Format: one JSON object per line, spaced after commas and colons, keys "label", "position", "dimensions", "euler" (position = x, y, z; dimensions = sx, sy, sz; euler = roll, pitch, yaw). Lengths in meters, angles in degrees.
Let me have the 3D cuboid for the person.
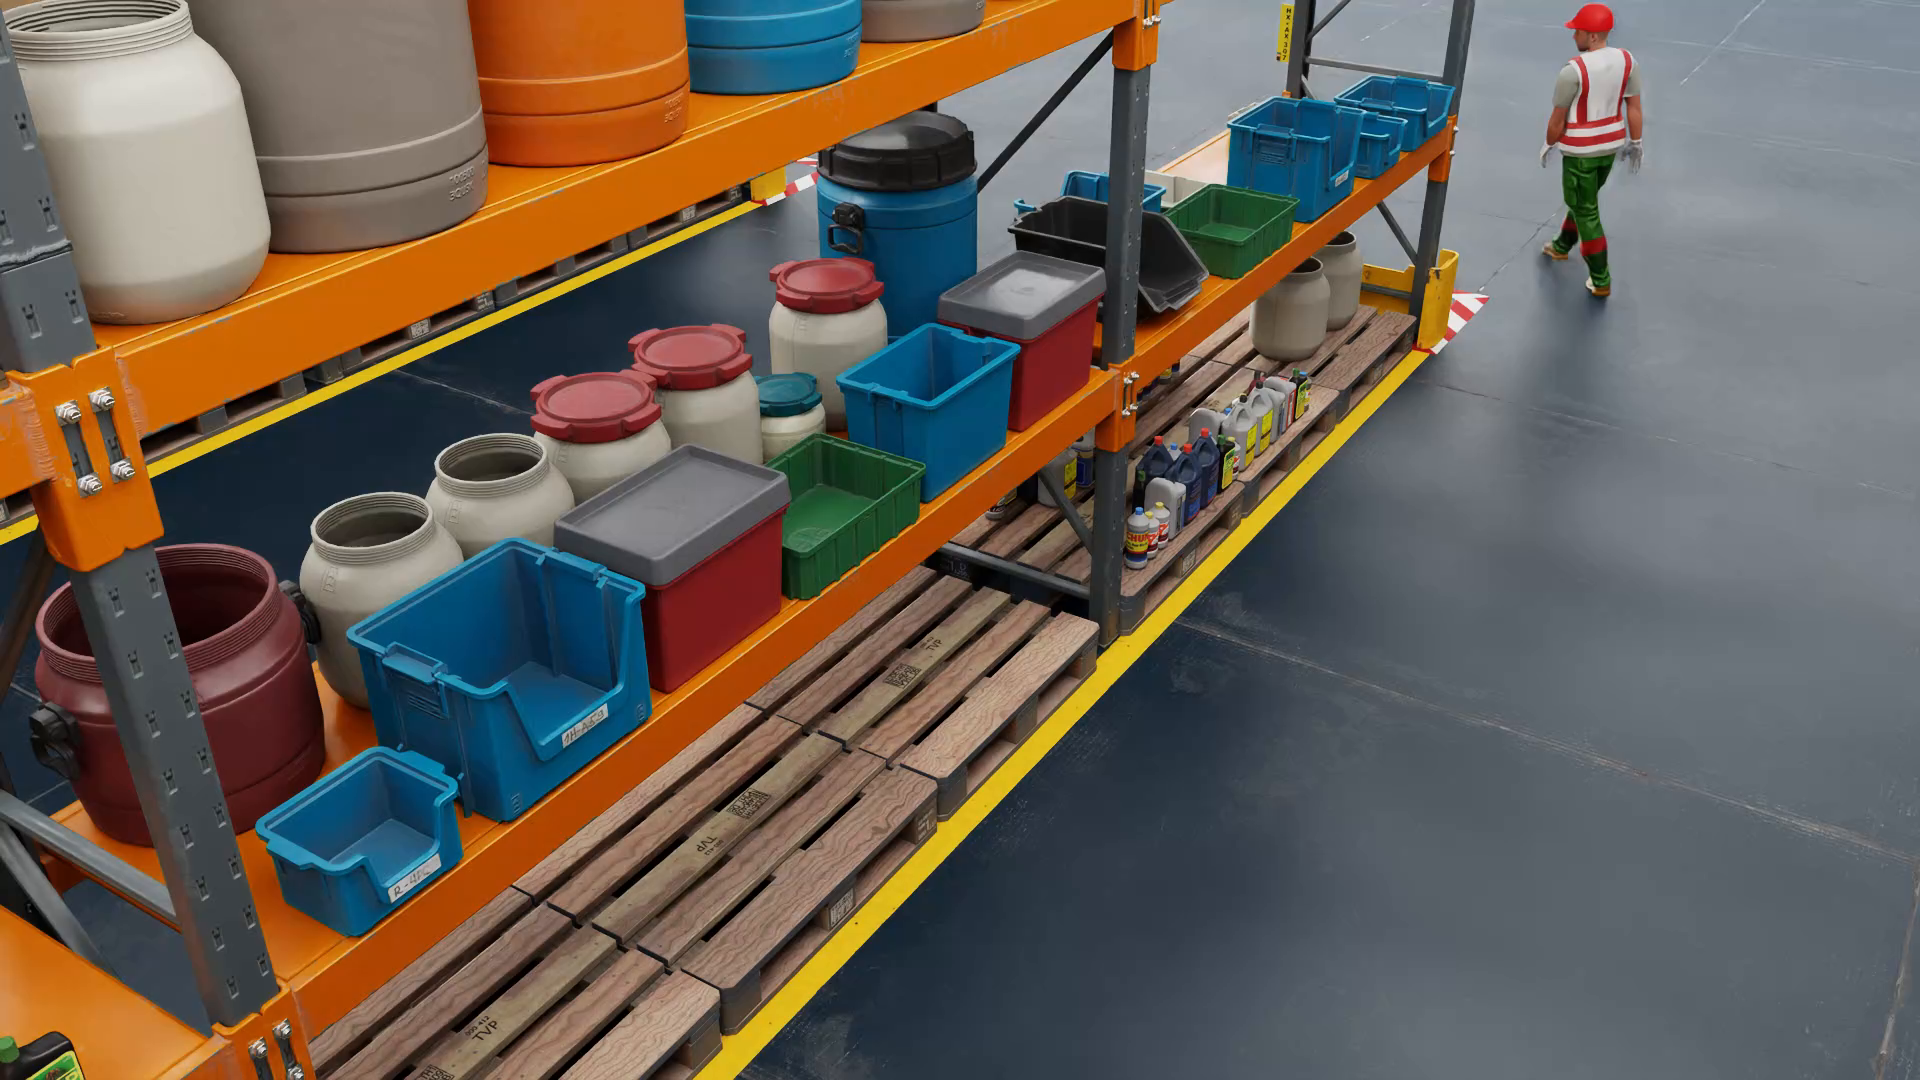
{"label": "person", "position": [3.838, -2.457, 10.314], "dimensions": [0.615, 1.736, 0.897], "euler": [-9, 31, -15]}
